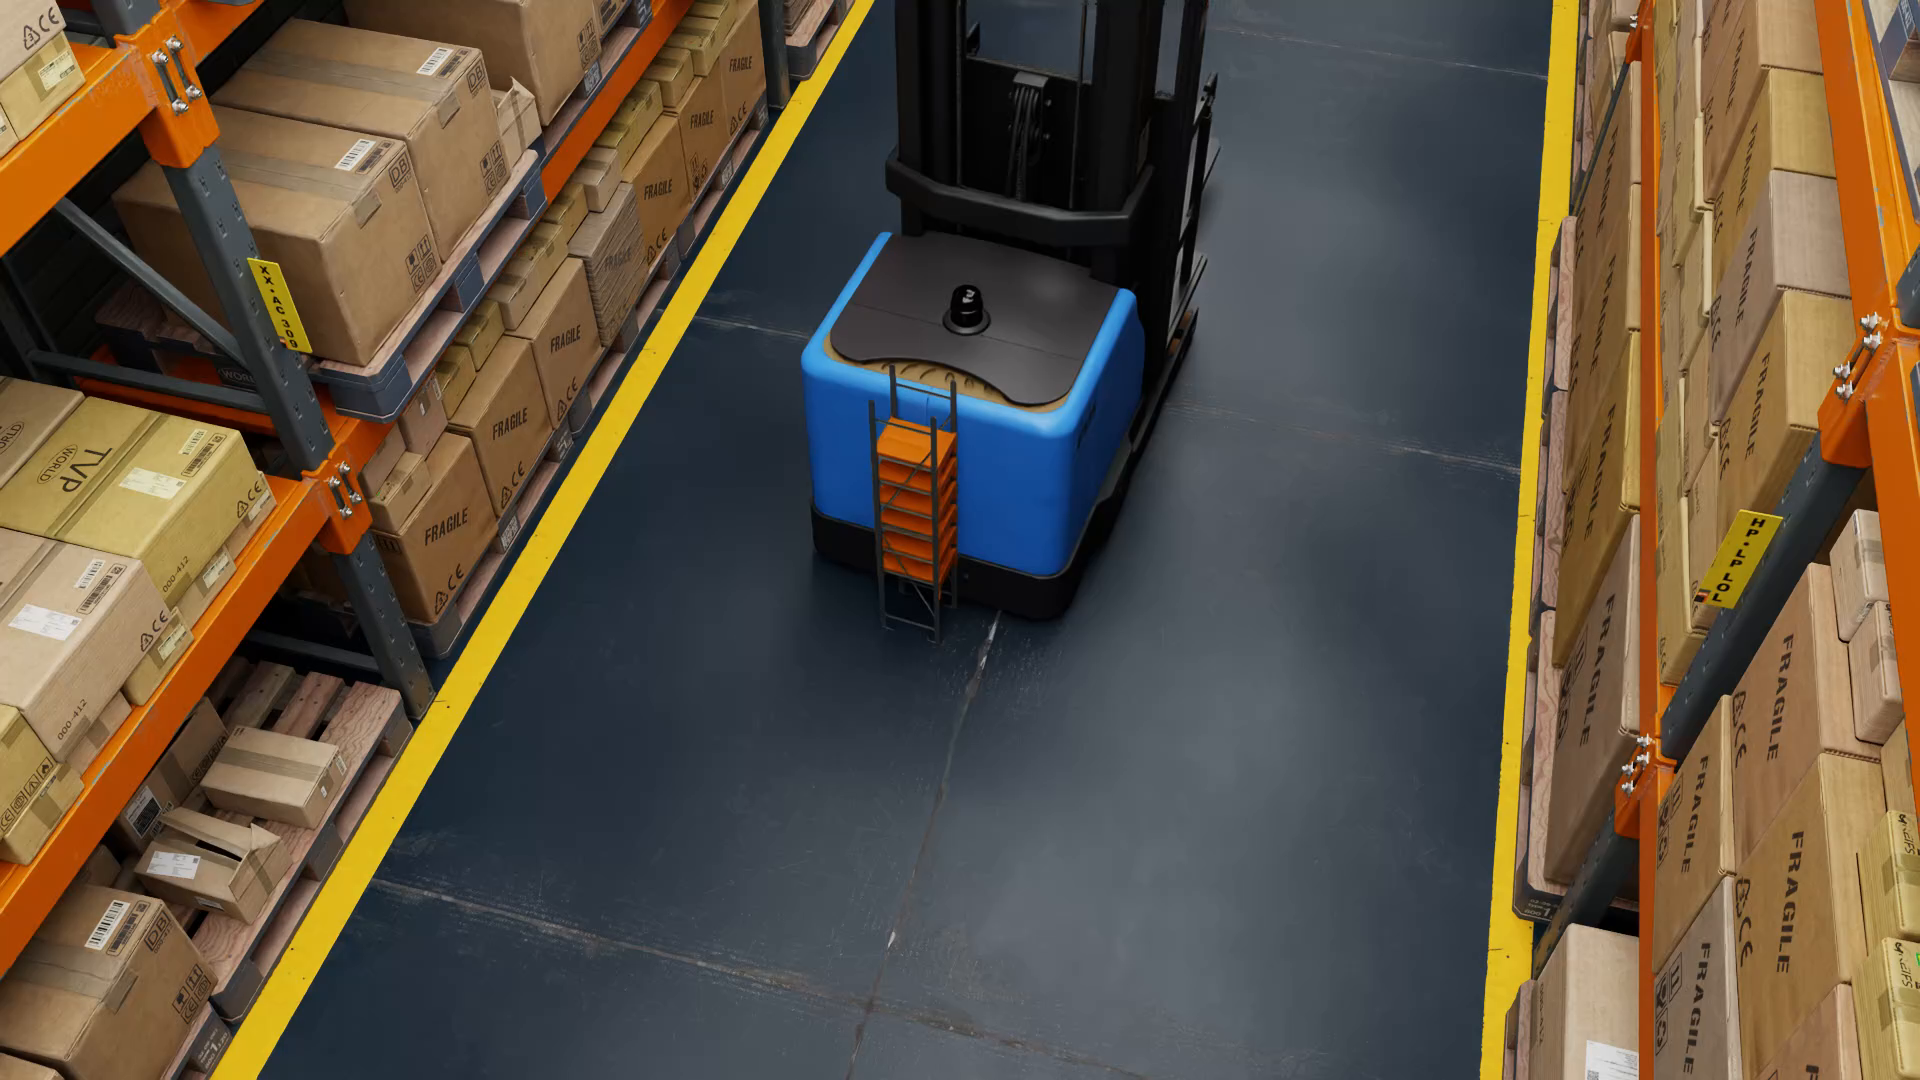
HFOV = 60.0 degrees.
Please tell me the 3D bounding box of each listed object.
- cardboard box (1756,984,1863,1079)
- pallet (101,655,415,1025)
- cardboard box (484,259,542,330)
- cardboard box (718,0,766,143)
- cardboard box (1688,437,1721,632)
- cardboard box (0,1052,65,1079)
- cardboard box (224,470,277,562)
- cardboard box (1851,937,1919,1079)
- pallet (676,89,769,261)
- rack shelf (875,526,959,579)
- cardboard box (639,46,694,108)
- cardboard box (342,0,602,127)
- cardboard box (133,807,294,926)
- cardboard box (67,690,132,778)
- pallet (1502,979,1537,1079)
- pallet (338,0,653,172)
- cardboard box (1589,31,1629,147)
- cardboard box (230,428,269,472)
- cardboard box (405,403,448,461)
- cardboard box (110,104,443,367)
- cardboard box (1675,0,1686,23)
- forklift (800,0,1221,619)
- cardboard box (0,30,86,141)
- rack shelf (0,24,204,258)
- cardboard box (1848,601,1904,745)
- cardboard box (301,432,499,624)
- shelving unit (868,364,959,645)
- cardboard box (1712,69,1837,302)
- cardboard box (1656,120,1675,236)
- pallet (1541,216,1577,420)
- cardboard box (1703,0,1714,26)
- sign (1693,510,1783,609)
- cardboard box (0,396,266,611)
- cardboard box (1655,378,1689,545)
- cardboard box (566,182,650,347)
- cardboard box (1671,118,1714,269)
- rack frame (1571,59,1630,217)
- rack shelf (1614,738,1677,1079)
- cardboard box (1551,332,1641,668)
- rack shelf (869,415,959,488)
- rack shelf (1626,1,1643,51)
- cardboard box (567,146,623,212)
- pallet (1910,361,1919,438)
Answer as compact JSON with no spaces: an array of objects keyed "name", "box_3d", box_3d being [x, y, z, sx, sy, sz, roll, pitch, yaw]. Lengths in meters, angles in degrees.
[{"name":"cardboard box","box_3d":[1.709,1.171,2.901,0.500,0.500,0.500,12,50,11]},{"name":"pallet","box_3d":[-2.618,0.949,5.691,1.003,0.211,1.213,12,50,10]},{"name":"cardboard box","box_3d":[-1.870,-0.982,6.489,0.380,0.149,0.250,11,50,10]},{"name":"cardboard box","box_3d":[-1.288,-2.327,8.109,0.500,0.500,0.500,13,50,11]},{"name":"cardboard box","box_3d":[2.235,0.024,4.414,0.500,0.250,0.500,12,50,10]},{"name":"cardboard box","box_3d":[-2.739,1.714,4.543,0.500,0.500,0.500,12,50,11]},{"name":"cardboard box","box_3d":[-2.277,-0.107,4.930,0.380,0.149,0.250,12,50,11]},{"name":"cardboard box","box_3d":[1.719,0.841,2.760,0.380,0.149,0.250,10,49,9]},{"name":"pallet","box_3d":[-1.617,-1.909,8.213,1.003,0.211,1.213,12,50,10]},{"name":"rack shelf","box_3d":[-0.157,0.012,6.077,0.258,0.103,0.180,16,50,13]},{"name":"cardboard box","box_3d":[-1.423,-2.098,7.474,0.380,0.149,0.250,10,49,9]},{"name":"cardboard box","box_3d":[-1.750,-1.891,5.990,0.700,0.500,0.500,11,50,10]},{"name":"cardboard box","box_3d":[-2.394,1.014,5.316,0.396,0.266,0.258,13,50,11]},{"name":"cardboard box","box_3d":[-2.465,0.463,4.427,0.380,0.149,0.250,13,50,11]},{"name":"pallet","box_3d":[2.078,1.964,4.795,1.003,0.211,1.213,12,50,10]},{"name":"pallet","box_3d":[-1.891,-1.893,6.467,1.003,0.211,1.213,12,50,10]},{"name":"cardboard box","box_3d":[3.564,-2.063,7.962,0.950,0.372,0.625,9,49,7]},{"name":"cardboard box","box_3d":[-2.618,-0.320,5.905,0.380,0.149,0.250,10,49,9]},{"name":"cardboard box","box_3d":[-2.087,-0.420,5.993,0.380,0.149,0.250,10,49,9]},{"name":"cardboard box","box_3d":[-2.093,-0.948,5.158,0.700,0.500,0.500,13,50,11]},{"name":"cardboard box","box_3d":[3.034,-2.185,6.363,0.500,0.250,0.500,11,50,10]},{"name":"forklift","box_3d":[0.416,-1.799,6.302,1.130,2.935,3.031,16,50,13]},{"name":"cardboard box","box_3d":[-2.246,-1.062,3.772,0.380,0.149,0.250,11,50,10]},{"name":"rack shelf","box_3d":[-2.963,0.221,2.952,1.077,0.370,4.000,12,50,10]},{"name":"cardboard box","box_3d":[1.968,0.293,3.243,0.380,0.149,0.250,12,50,11]},{"name":"cardboard box","box_3d":[-2.092,-0.088,6.133,0.500,0.500,0.500,14,50,12]},{"name":"shelving unit","box_3d":[-0.157,-0.096,5.954,0.258,1.200,0.189,16,50,13]},{"name":"cardboard box","box_3d":[2.510,-0.969,4.790,0.500,0.500,0.500,13,50,11]},{"name":"cardboard box","box_3d":[2.773,-1.280,5.898,0.500,0.250,0.500,13,50,11]},{"name":"pallet","box_3d":[3.126,-0.909,7.330,1.003,0.211,1.213,12,50,10]},{"name":"cardboard box","box_3d":[2.919,-2.082,5.772,0.500,0.500,0.500,12,50,10]},{"name":"sign","box_3d":[1.827,0.049,3.905,0.100,0.325,0.005,12,50,10]},{"name":"cardboard box","box_3d":[-2.335,-0.103,4.661,0.500,0.250,0.500,13,50,11]},{"name":"cardboard box","box_3d":[2.363,-0.187,4.933,0.500,0.250,0.500,11,49,10]},{"name":"cardboard box","box_3d":[-1.683,-1.209,7.122,0.500,0.500,0.500,10,49,9]},{"name":"cardboard box","box_3d":[2.608,-1.089,5.396,0.500,0.250,0.500,12,50,11]},{"name":"rack frame","box_3d":[3.406,-2.387,6.775,1.000,3.000,0.127,12,50,10]},{"name":"rack shelf","box_3d":[1.827,2.191,3.214,1.077,0.370,4.000,12,50,10]},{"name":"cardboard box","box_3d":[2.669,-0.049,5.848,0.875,0.875,0.875,13,50,11]},{"name":"rack shelf","box_3d":[-0.157,-0.305,5.717,0.258,0.103,0.180,16,50,13]},{"name":"rack shelf","box_3d":[3.932,-3.596,8.321,1.077,0.370,4.000,12,50,10]},{"name":"cardboard box","box_3d":[-1.645,-1.530,6.973,0.380,0.149,0.250,9,49,8]},{"name":"pallet","box_3d":[2.128,0.133,2.610,1.003,0.211,1.213,12,50,10]}]
